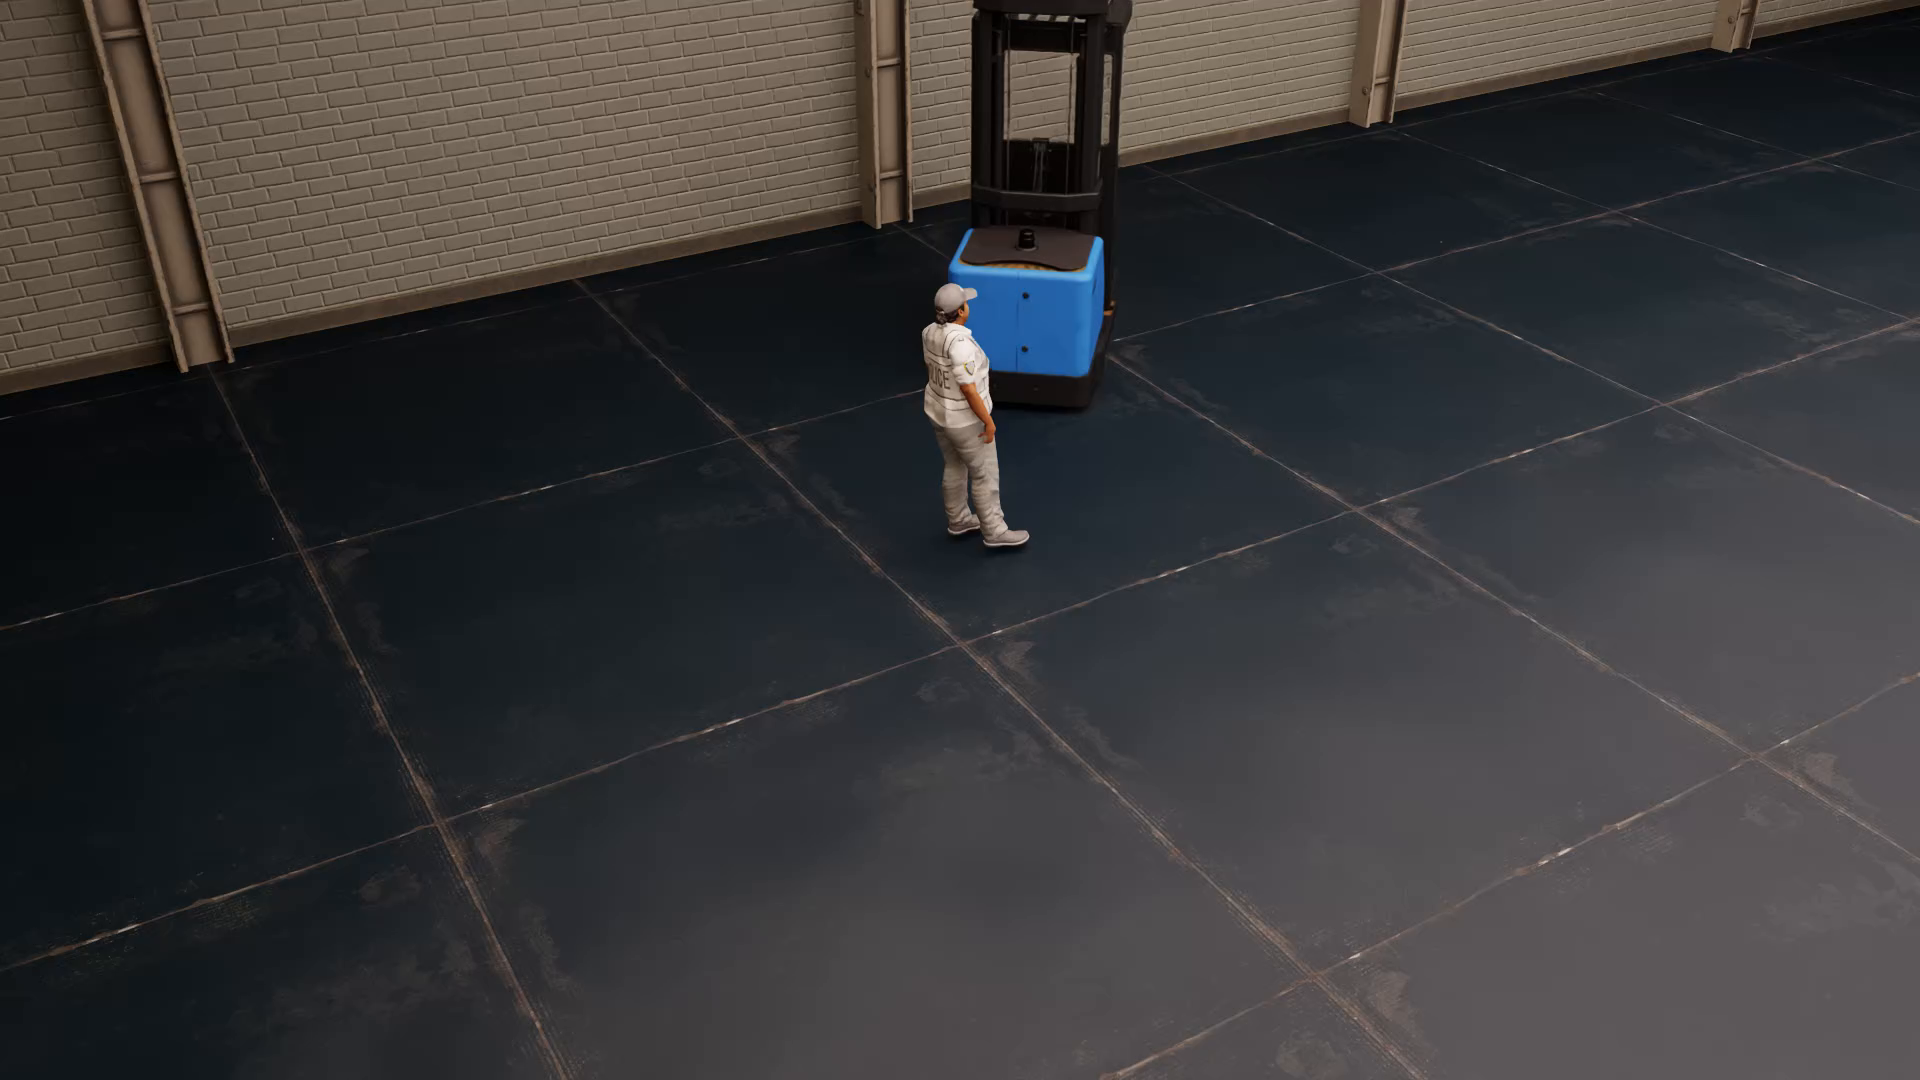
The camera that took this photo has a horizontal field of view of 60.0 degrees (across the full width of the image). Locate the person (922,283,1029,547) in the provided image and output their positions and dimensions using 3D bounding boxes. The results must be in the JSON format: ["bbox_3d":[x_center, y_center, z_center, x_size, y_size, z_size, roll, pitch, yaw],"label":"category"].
[{"bbox_3d":[0.077,-0.766,10.065,0.528,1.670,0.598,-17,35,-26],"label":"person"}]

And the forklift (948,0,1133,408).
[{"bbox_3d":[0.670,-2.951,12.575,1.130,2.935,3.031,5,31,9],"label":"forklift"}]
